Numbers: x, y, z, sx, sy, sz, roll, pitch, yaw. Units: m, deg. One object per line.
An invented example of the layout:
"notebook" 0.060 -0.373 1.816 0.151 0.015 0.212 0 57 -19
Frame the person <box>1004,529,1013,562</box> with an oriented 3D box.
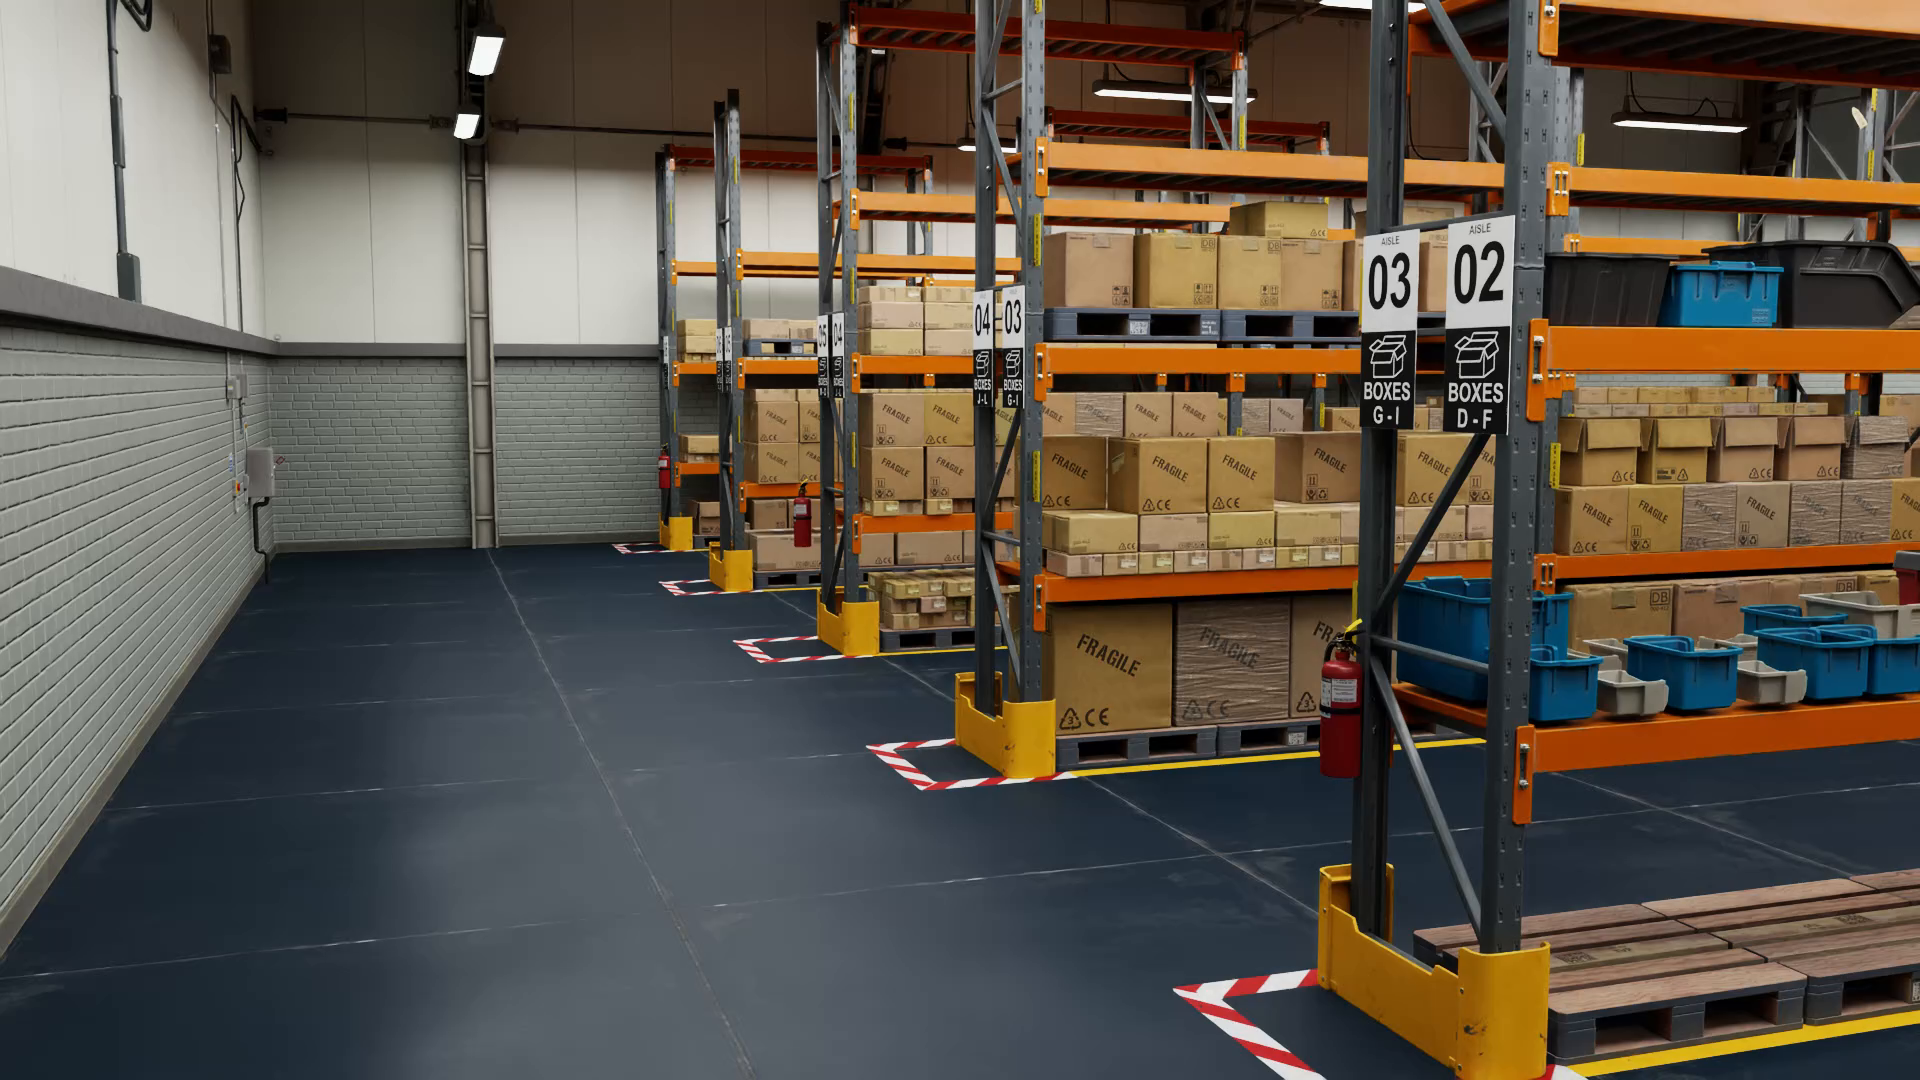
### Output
"person" 0.703 -0.190 19.217 0.550 1.785 0.472 4 7 36
